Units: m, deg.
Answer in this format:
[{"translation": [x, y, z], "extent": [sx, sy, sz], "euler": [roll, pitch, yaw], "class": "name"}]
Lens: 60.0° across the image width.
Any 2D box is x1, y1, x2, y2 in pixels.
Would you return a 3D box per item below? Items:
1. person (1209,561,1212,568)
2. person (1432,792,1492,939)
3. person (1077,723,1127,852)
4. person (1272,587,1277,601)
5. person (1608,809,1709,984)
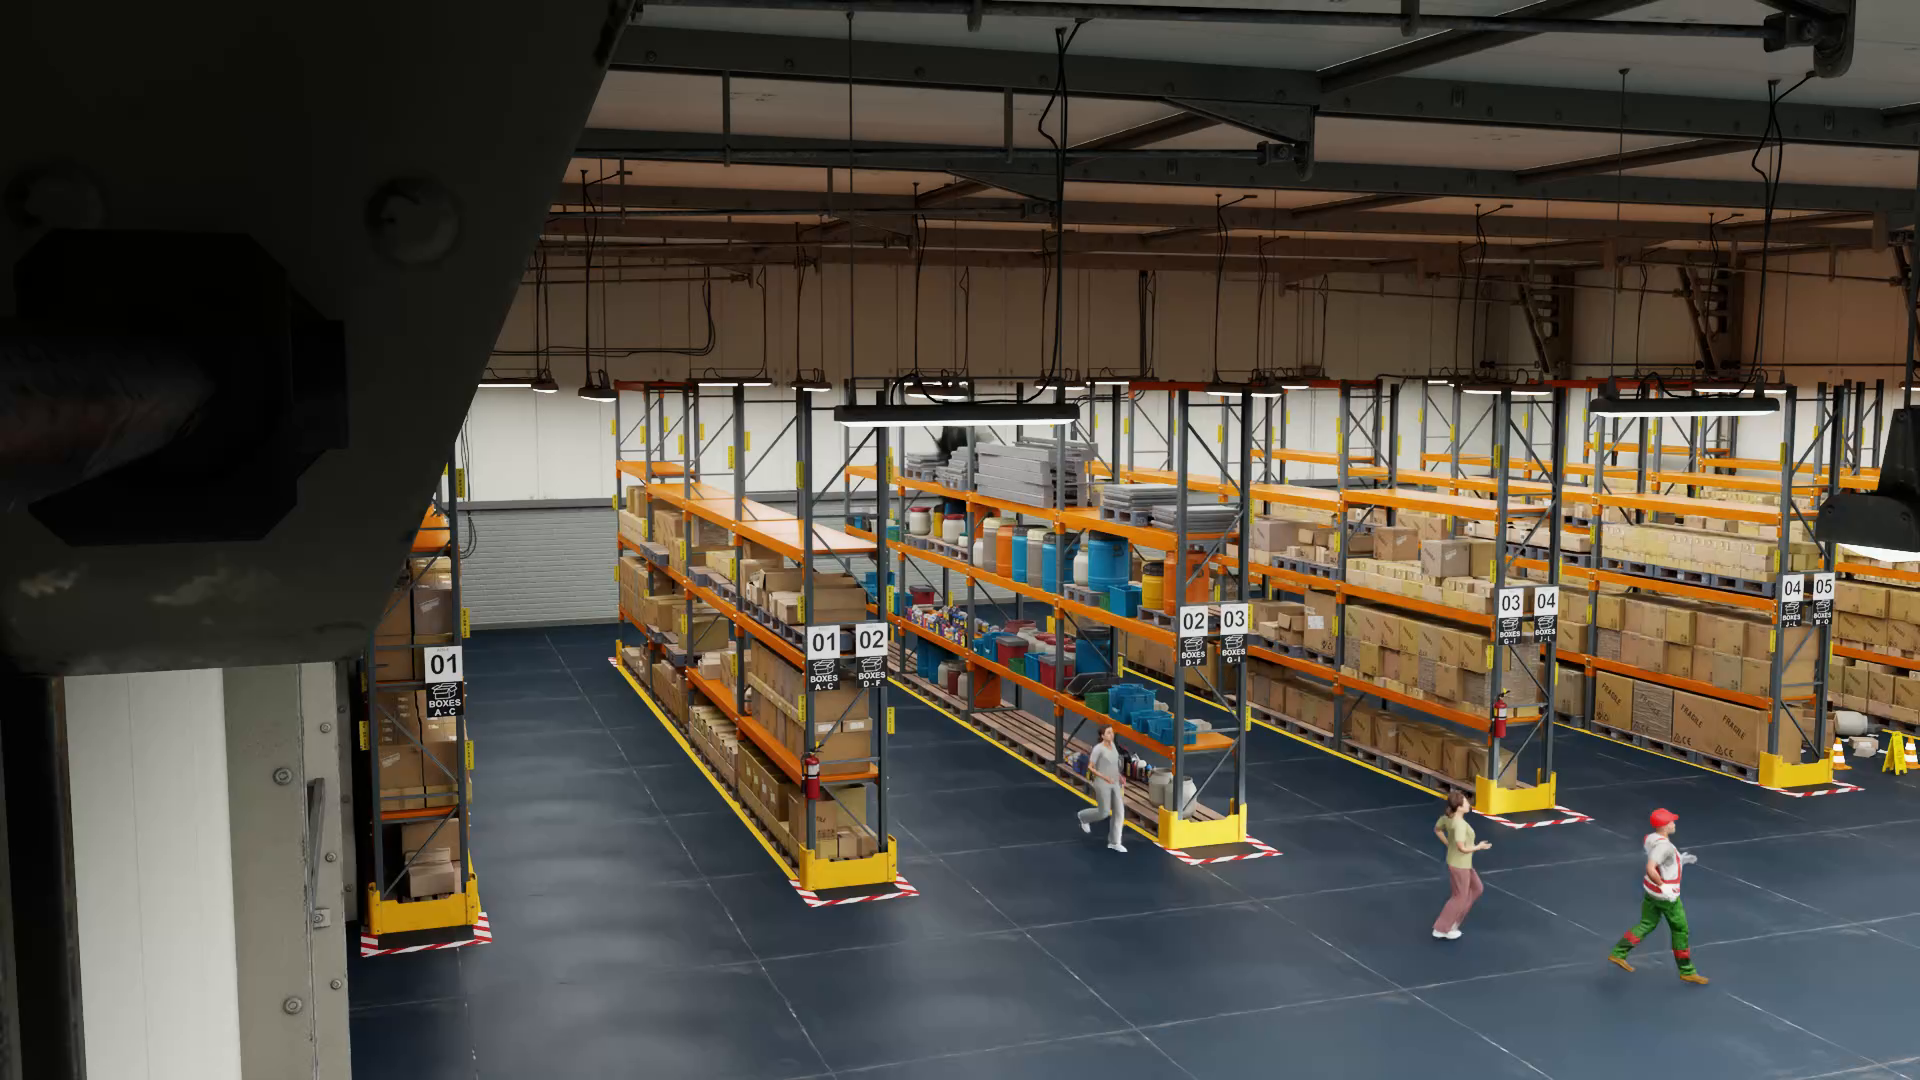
[{"translation": [5.818, 1.344, 39.139], "extent": [0.711, 1.747, 0.671], "euler": [0, 6, 2], "class": "person"}, {"translation": [5.508, 3.579, 18.254], "extent": [0.595, 1.656, 0.562], "euler": [1, 6, 5], "class": "person"}, {"translation": [1.896, 3.216, 21.828], "extent": [0.568, 1.653, 0.843], "euler": [-5, 8, -40], "class": "person"}, {"translation": [7.860, 1.193, 41.395], "extent": [0.589, 1.517, 0.529], "euler": [4, 7, 31], "class": "person"}, {"translation": [7.158, 3.618, 16.962], "extent": [0.979, 1.785, 0.658], "euler": [0, 6, 1], "class": "person"}]
